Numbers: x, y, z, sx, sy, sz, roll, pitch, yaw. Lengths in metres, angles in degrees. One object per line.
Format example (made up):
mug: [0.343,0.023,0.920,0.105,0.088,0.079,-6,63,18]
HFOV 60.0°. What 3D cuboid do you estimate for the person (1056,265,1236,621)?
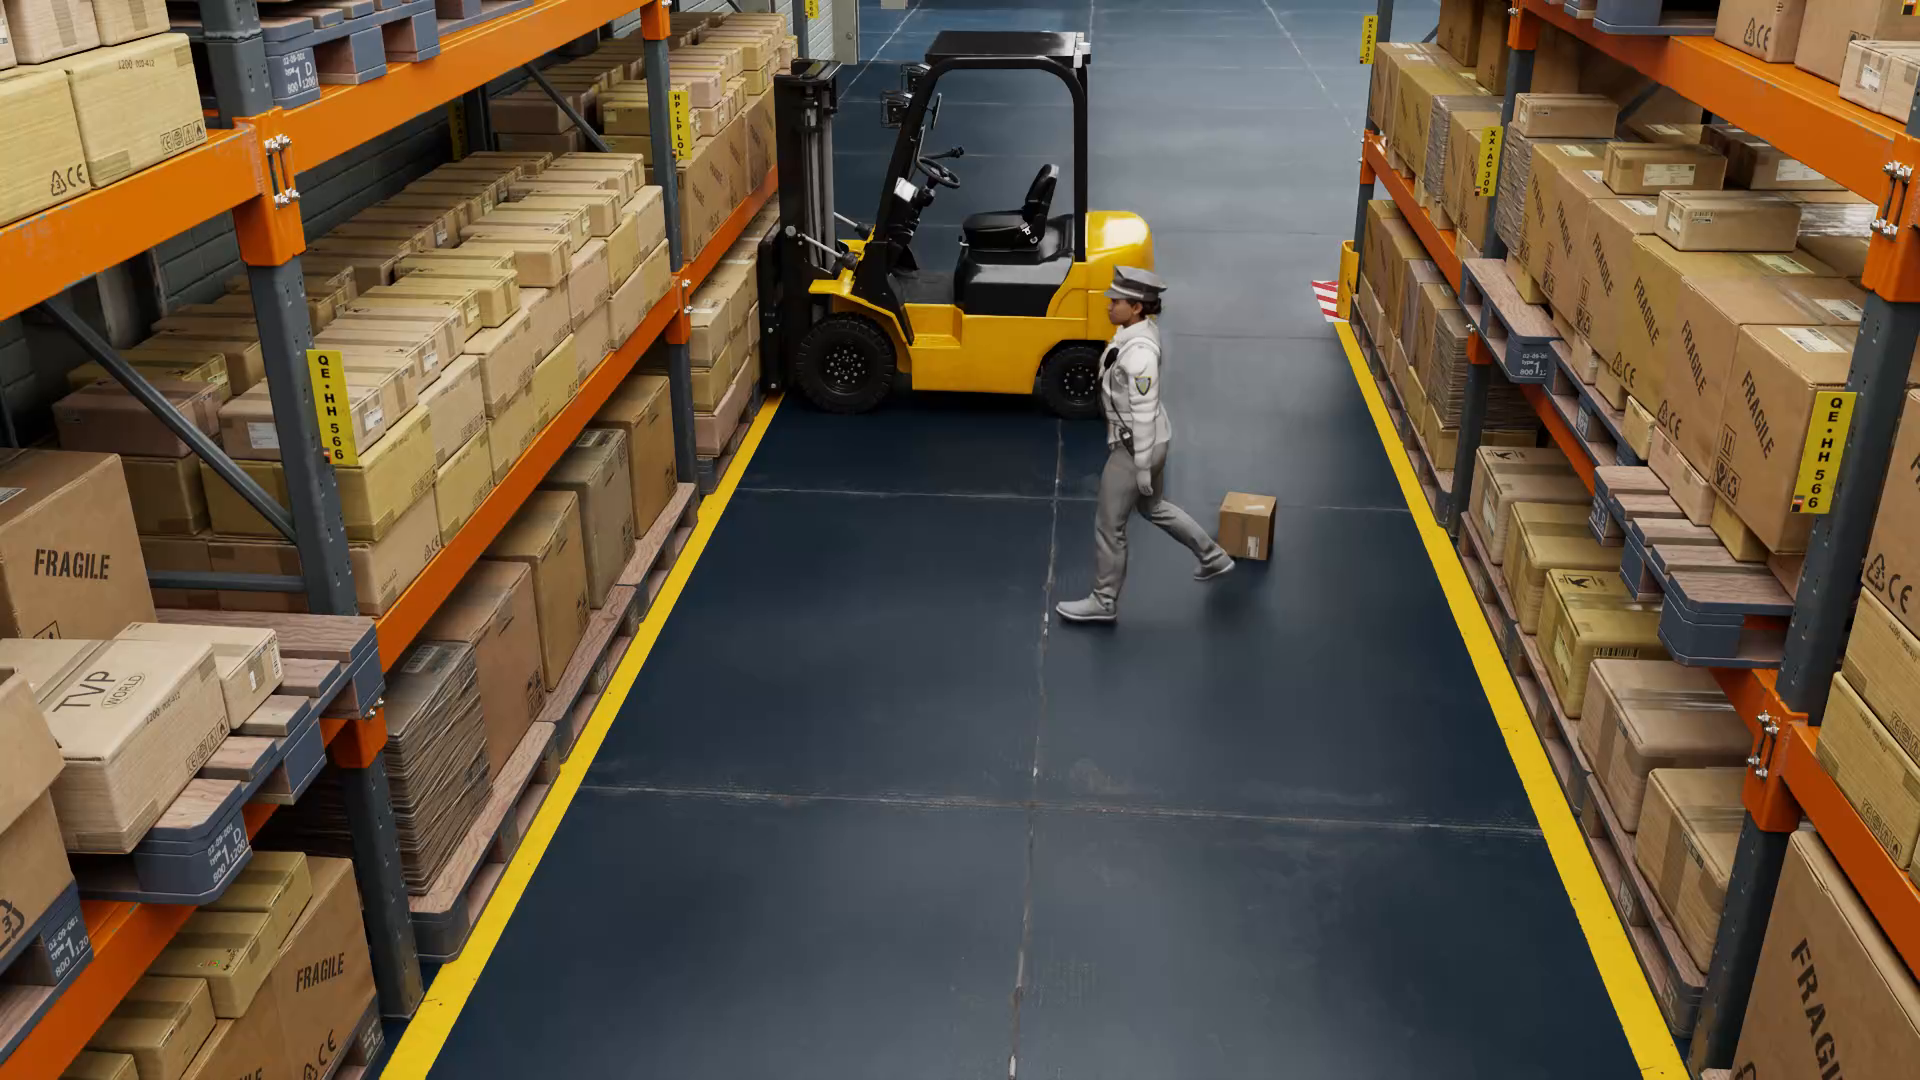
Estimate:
person: [0.873,-0.437,7.499,0.821,1.663,0.511,3,25,7]
